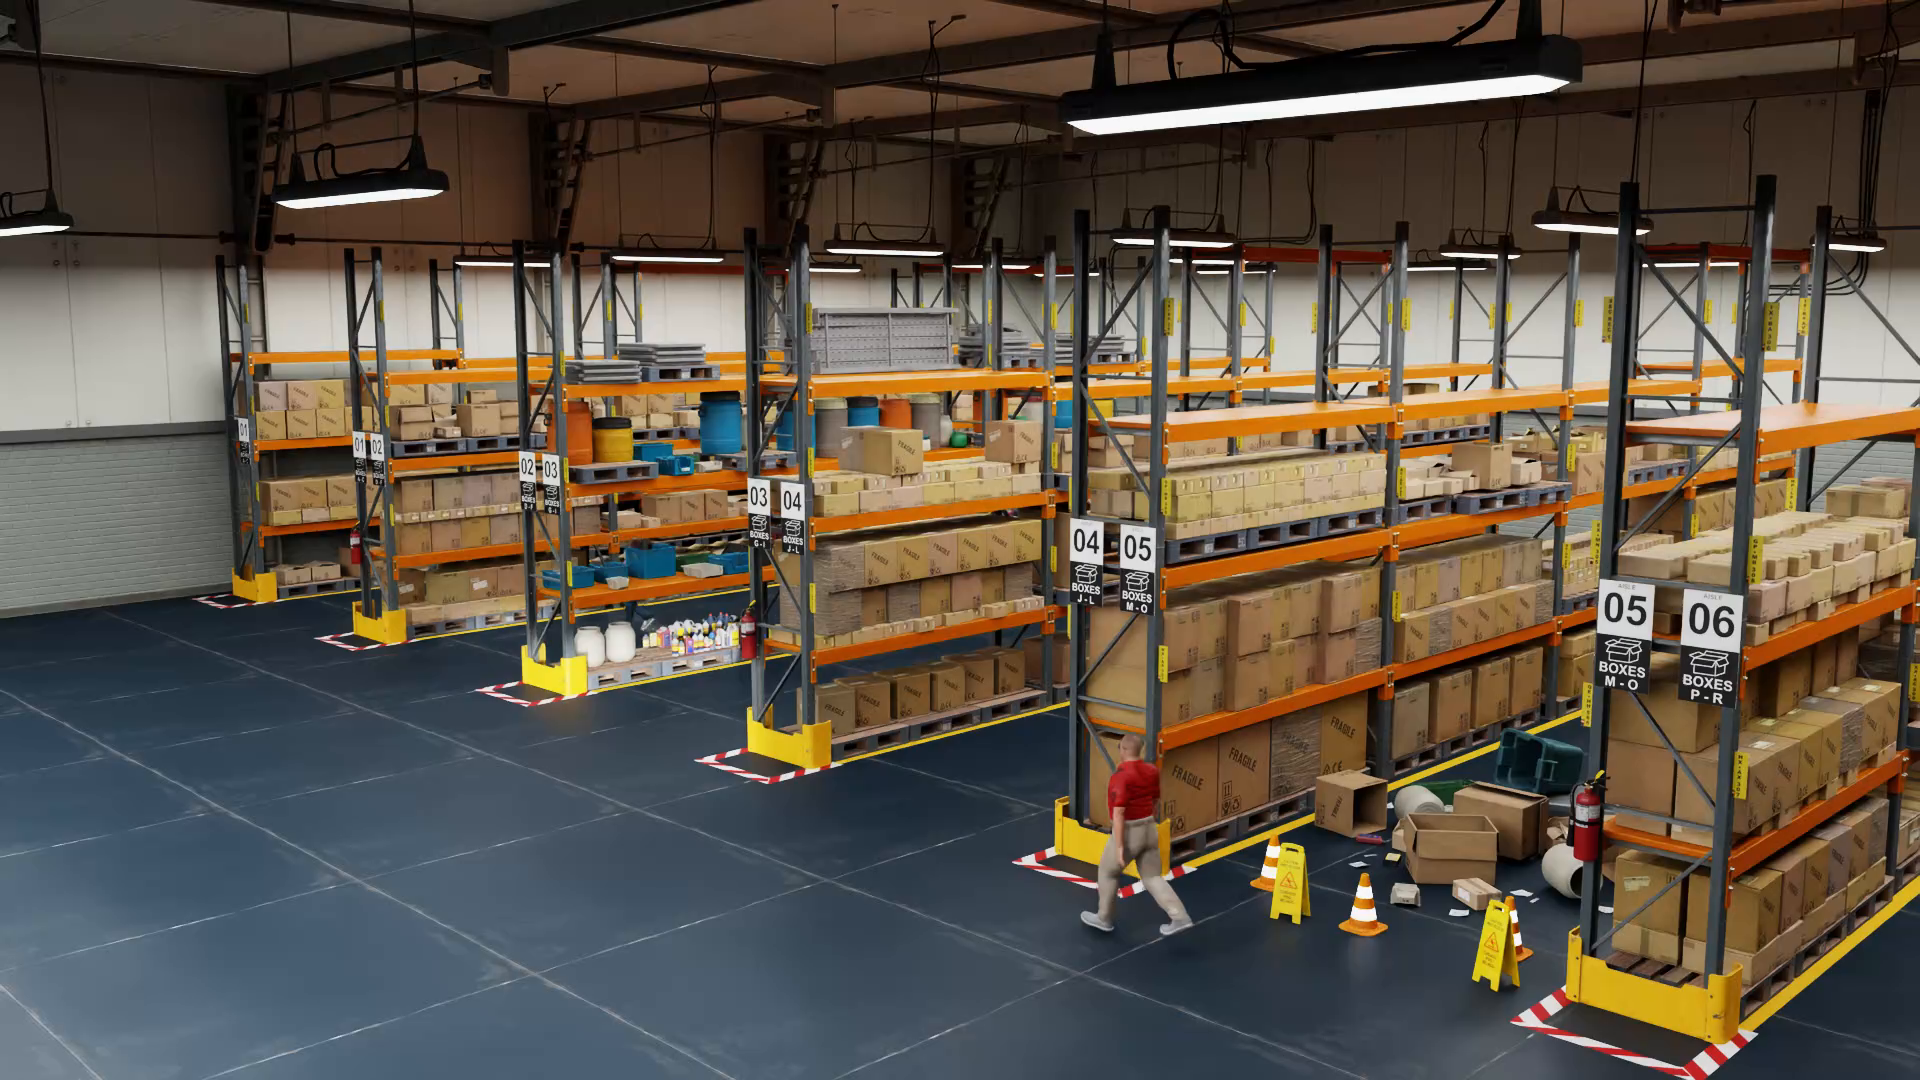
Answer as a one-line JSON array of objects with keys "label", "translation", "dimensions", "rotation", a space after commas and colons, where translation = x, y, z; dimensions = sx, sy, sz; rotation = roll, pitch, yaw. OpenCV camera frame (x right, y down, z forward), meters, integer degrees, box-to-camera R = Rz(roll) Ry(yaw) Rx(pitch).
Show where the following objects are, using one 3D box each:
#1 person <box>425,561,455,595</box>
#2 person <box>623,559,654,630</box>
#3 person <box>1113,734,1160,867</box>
[{"label": "person", "translation": [-9.155, 0.147, 29.397], "dimensions": [0.591, 1.667, 1.033], "rotation": [2, 8, 12]}, {"label": "person", "translation": [-5.067, 0.834, 25.863], "dimensions": [0.816, 1.345, 0.373], "rotation": [-7, 11, -41]}, {"label": "person", "translation": [1.397, 2.091, 13.536], "dimensions": [0.539, 1.035, 0.284], "rotation": [-7, 11, -42]}]
